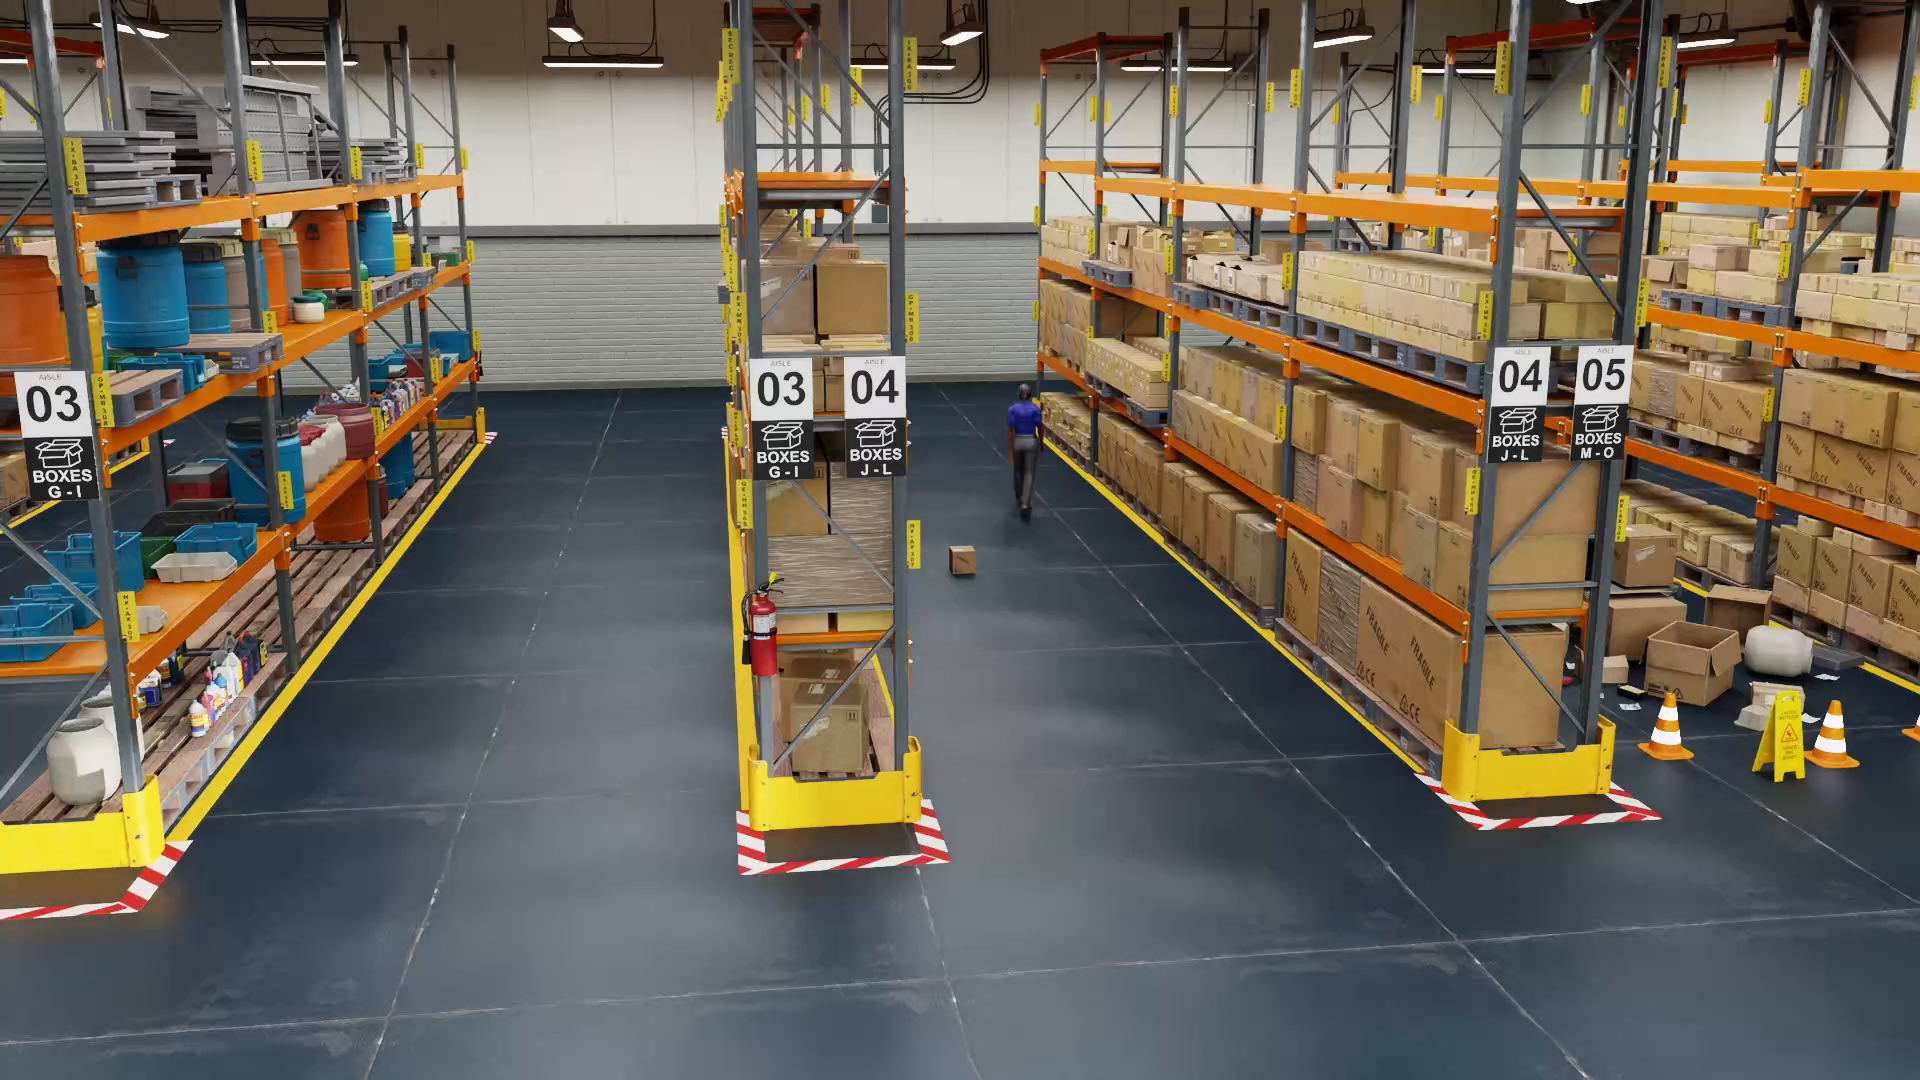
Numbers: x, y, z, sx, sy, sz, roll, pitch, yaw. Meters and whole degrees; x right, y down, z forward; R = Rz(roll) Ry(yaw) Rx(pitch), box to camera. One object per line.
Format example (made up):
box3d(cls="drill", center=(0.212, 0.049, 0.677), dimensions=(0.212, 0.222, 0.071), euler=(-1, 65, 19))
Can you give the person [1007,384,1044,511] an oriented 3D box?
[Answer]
box3d(cls="person", center=(0.830, -1.189, 21.023), dimensions=(0.448, 1.601, 0.983), euler=(2, 13, 10))
